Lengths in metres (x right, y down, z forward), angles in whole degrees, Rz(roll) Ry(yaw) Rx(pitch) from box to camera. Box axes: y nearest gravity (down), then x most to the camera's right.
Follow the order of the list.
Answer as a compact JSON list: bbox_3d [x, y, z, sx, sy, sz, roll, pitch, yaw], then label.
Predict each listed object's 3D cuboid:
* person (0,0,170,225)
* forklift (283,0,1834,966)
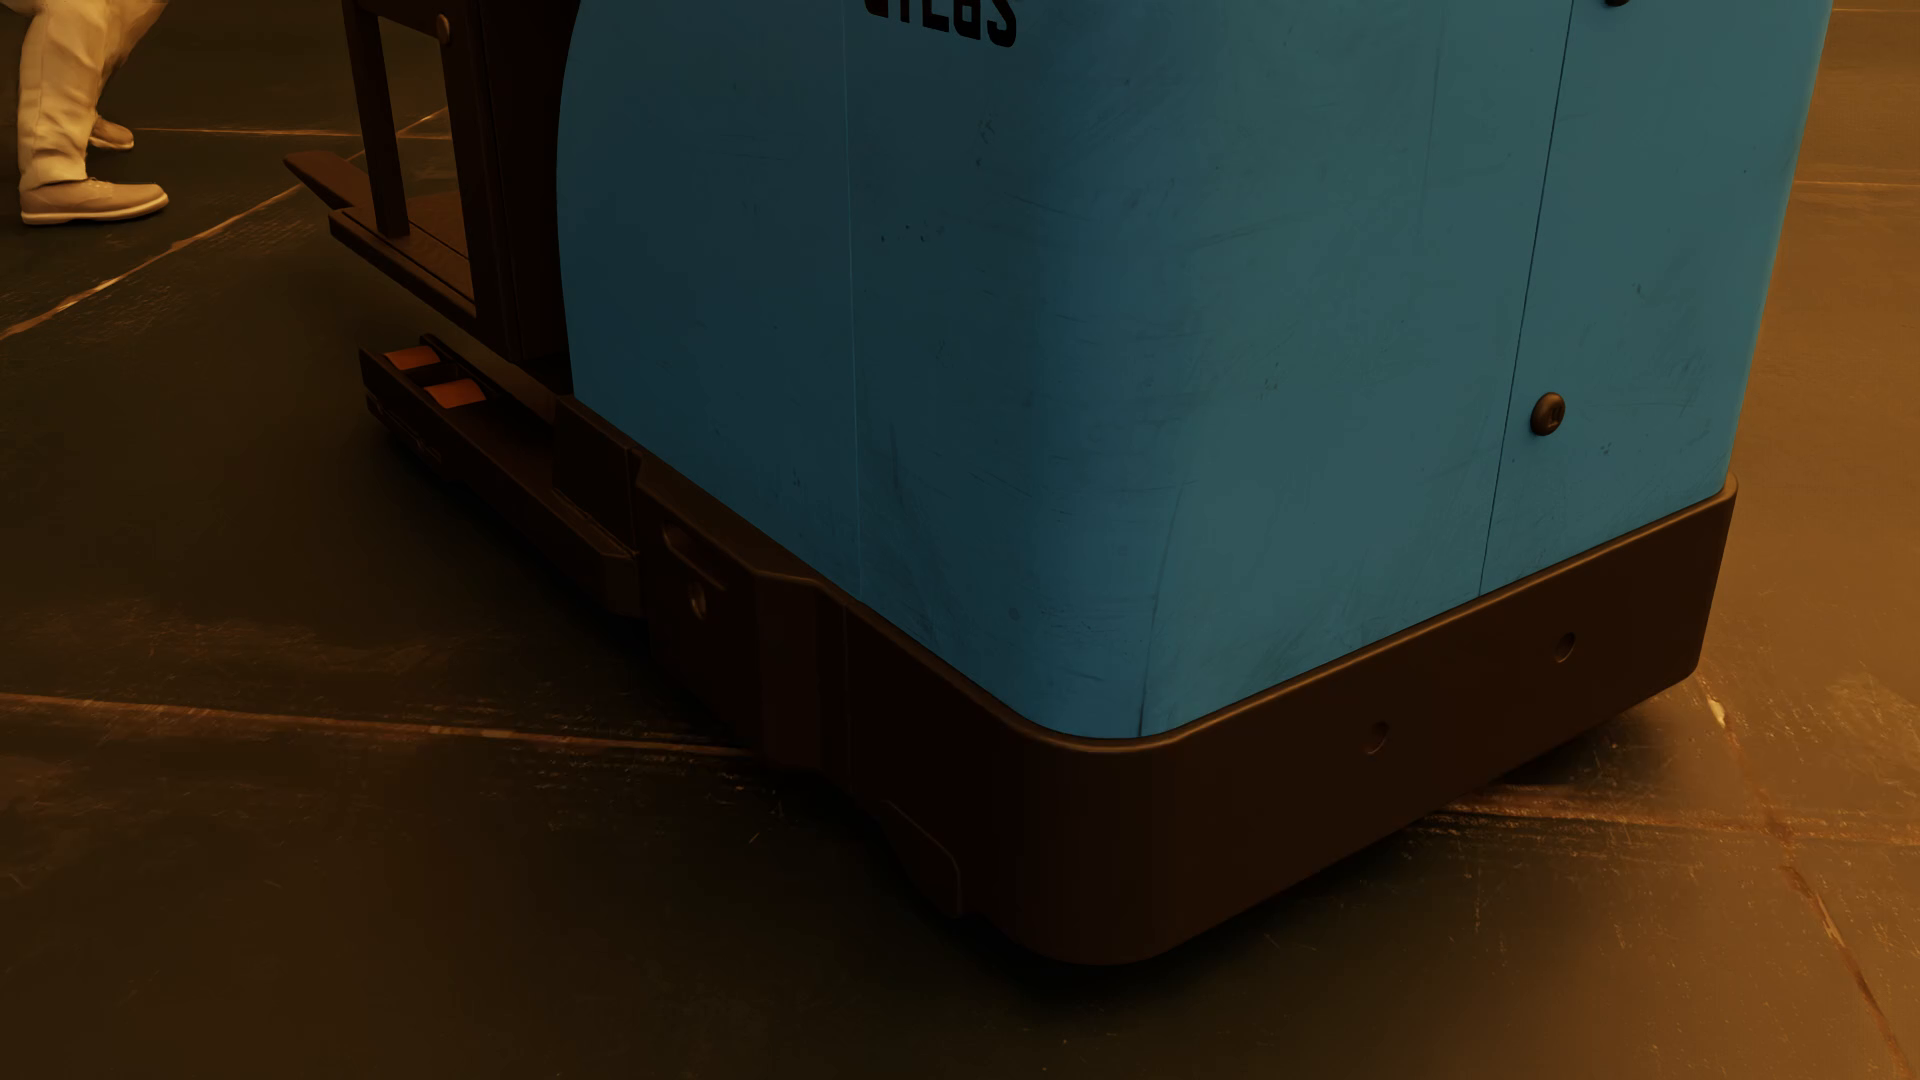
[{"bbox_3d":[-2.255,-1.643,4.008,0.681,1.579,0.861,-4,27,-8],"label":"person"},{"bbox_3d":[-0.356,-1.517,2.257,1.130,2.935,3.031,-18,32,-32],"label":"forklift"}]
